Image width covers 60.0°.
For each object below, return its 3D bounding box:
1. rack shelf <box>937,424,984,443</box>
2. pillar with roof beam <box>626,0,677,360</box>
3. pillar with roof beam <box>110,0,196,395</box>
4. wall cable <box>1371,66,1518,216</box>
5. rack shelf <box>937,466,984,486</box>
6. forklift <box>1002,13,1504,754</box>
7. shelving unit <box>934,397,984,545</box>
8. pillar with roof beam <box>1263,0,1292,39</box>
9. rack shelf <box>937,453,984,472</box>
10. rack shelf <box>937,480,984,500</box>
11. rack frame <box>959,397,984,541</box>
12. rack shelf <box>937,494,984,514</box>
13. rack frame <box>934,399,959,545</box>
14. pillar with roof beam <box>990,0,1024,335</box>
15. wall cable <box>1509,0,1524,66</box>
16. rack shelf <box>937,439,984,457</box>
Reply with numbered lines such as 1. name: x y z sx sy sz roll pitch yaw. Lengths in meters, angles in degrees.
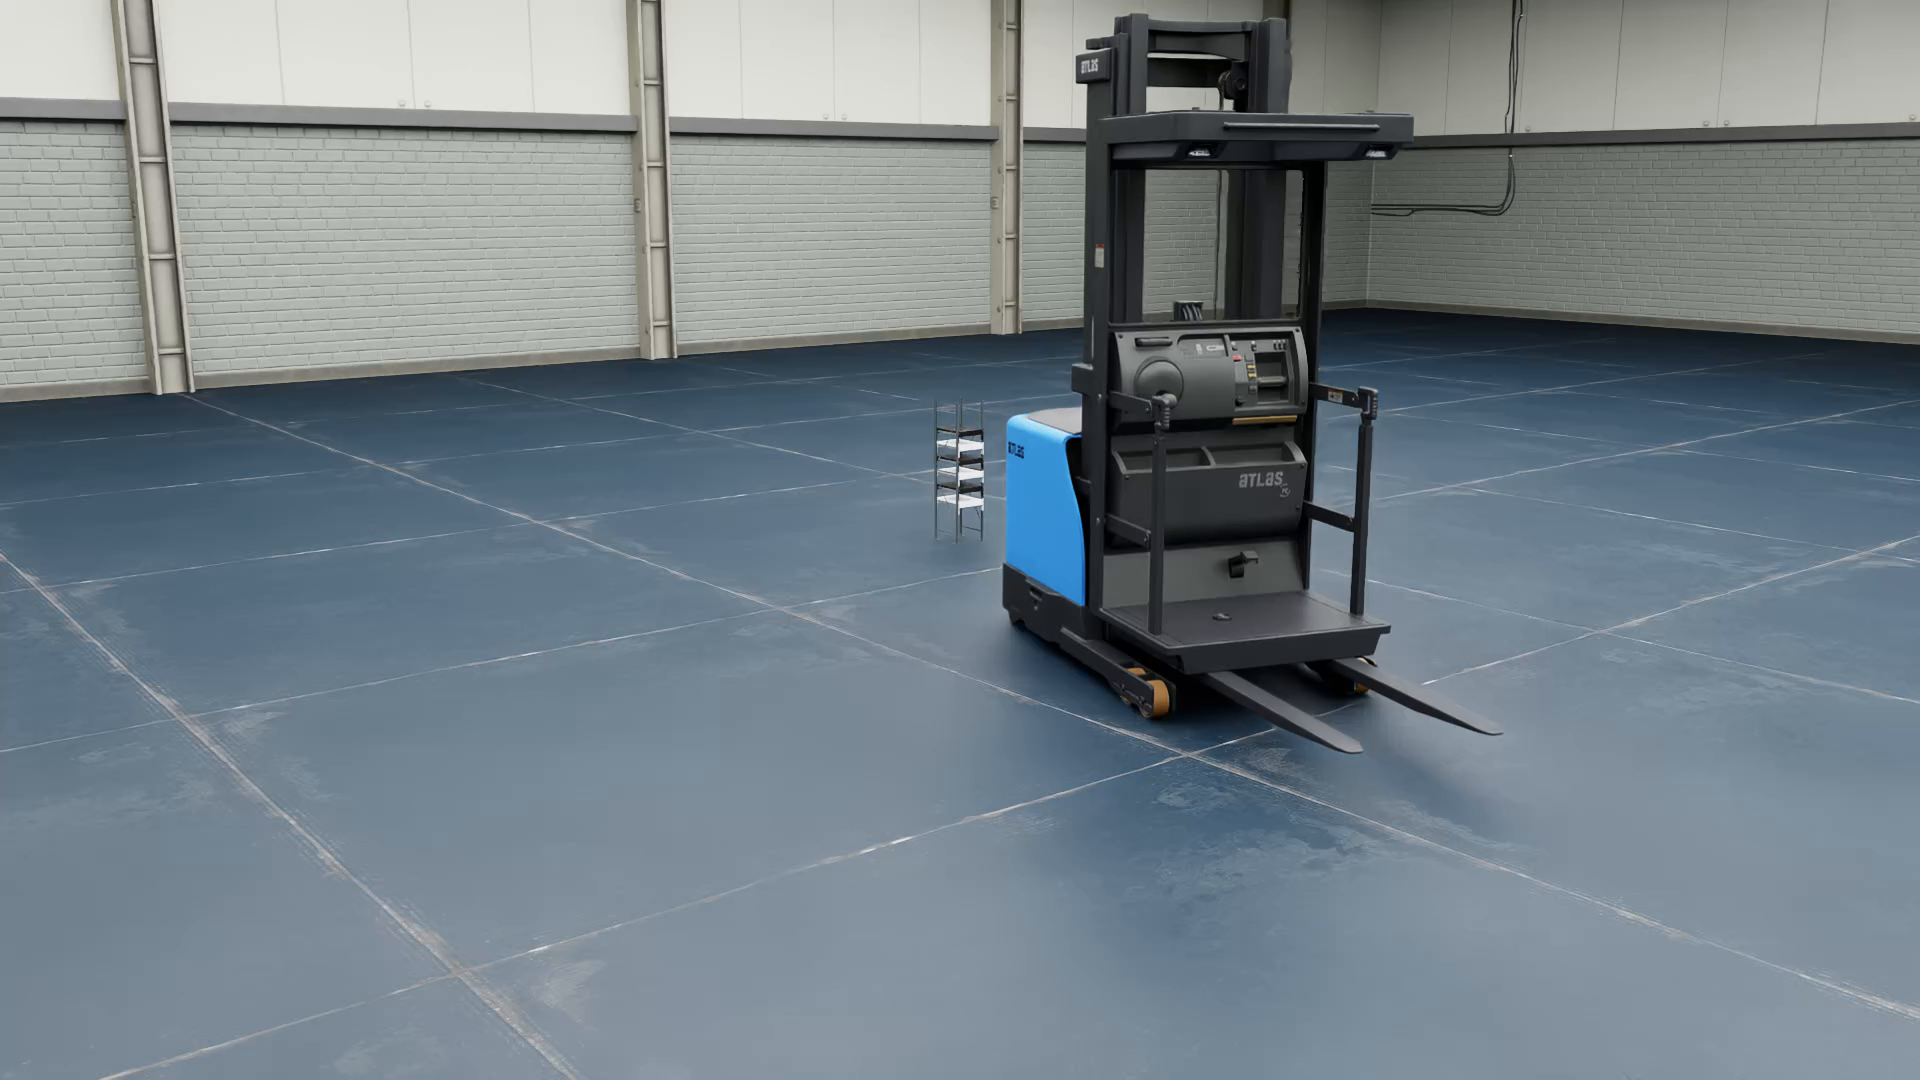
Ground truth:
1. rack shelf: -0.006 -0.671 10.481 0.200 0.077 0.258 -9 15 -38
2. pillar with roof beam: -1.292 -6.112 17.746 0.400 9.000 9.100 -9 15 -38
3. pillar with roof beam: -5.977 -5.333 14.080 0.400 9.000 9.100 -9 15 -38
4. wall cable: 8.515 -7.016 29.480 0.112 2.526 3.097 -9 15 -38
5. rack shelf: -0.006 -0.407 10.537 0.200 0.077 0.258 -9 15 -38
6. forklift: 1.198 -0.772 7.206 1.130 2.935 3.031 -4 13 -19
7. shelving unit: -0.006 -0.439 10.530 0.210 0.900 0.258 -9 15 -38
8. pillar with roof beam: 8.078 -7.669 25.079 0.400 9.000 9.100 -9 15 -38
9. rack shelf: -0.006 -0.495 10.519 0.200 0.077 0.258 -9 15 -38
10. rack shelf: -0.006 -0.318 10.556 0.200 0.077 0.258 -9 15 -38
11. rack frame: 0.073 -0.452 10.592 0.006 0.900 0.240 -9 15 -38
12. rack shelf: -0.006 -0.230 10.575 0.200 0.077 0.258 -9 15 -38
13. rack frame: -0.086 -0.426 10.468 0.006 0.900 0.240 -9 15 -38
14. pillar with roof beam: 3.393 -6.890 21.413 0.400 9.000 9.100 -9 15 -38
15. wall cable: 10.205 -9.048 26.889 0.112 2.526 3.097 -9 15 -38
16. rack shelf: -0.006 -0.583 10.500 0.200 0.077 0.258 -9 15 -38
